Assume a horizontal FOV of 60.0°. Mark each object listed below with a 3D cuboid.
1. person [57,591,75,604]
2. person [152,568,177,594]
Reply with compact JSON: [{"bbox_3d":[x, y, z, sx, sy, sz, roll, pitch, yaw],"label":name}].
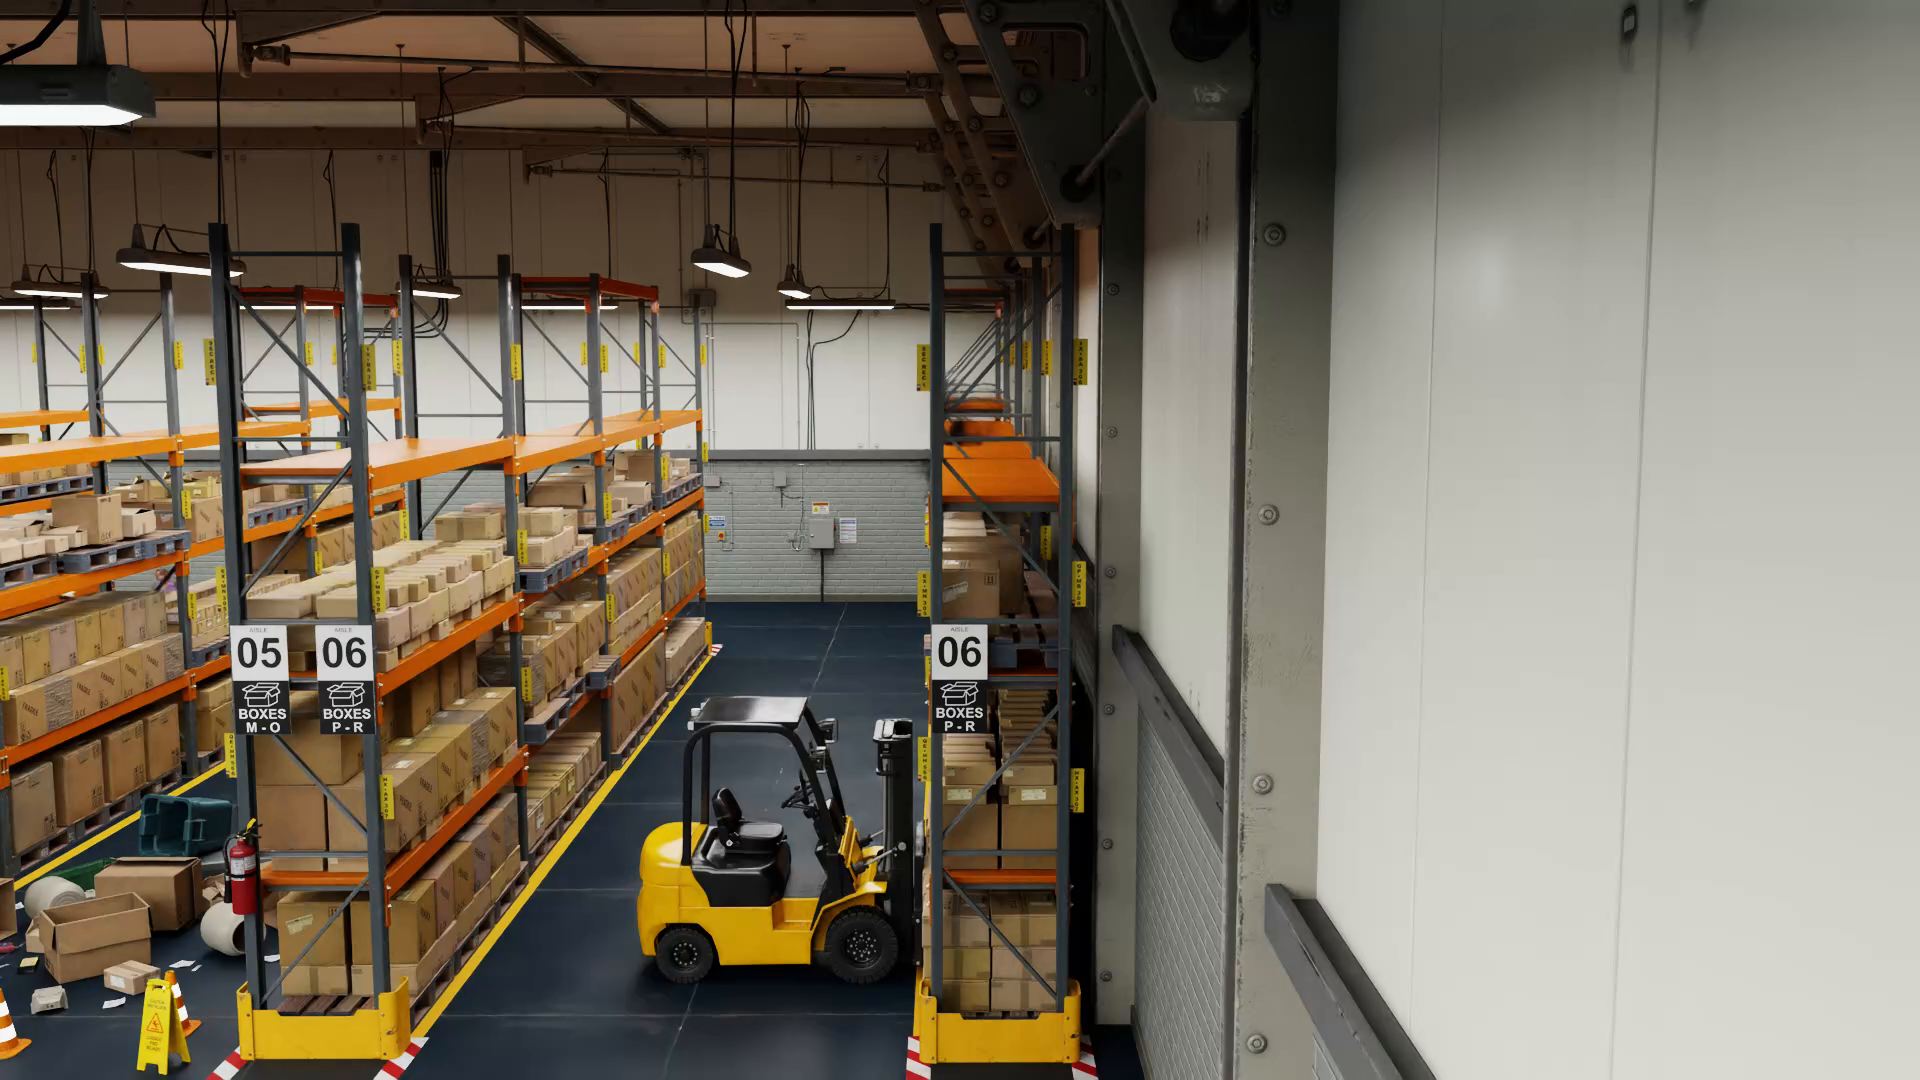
[{"bbox_3d":[-12.466,1.580,23.267,0.674,1.821,0.729,-1,7,-7],"label":"person"},{"bbox_3d":[-12.930,1.214,27.293,0.625,1.557,0.623,-1,7,-11],"label":"person"}]
